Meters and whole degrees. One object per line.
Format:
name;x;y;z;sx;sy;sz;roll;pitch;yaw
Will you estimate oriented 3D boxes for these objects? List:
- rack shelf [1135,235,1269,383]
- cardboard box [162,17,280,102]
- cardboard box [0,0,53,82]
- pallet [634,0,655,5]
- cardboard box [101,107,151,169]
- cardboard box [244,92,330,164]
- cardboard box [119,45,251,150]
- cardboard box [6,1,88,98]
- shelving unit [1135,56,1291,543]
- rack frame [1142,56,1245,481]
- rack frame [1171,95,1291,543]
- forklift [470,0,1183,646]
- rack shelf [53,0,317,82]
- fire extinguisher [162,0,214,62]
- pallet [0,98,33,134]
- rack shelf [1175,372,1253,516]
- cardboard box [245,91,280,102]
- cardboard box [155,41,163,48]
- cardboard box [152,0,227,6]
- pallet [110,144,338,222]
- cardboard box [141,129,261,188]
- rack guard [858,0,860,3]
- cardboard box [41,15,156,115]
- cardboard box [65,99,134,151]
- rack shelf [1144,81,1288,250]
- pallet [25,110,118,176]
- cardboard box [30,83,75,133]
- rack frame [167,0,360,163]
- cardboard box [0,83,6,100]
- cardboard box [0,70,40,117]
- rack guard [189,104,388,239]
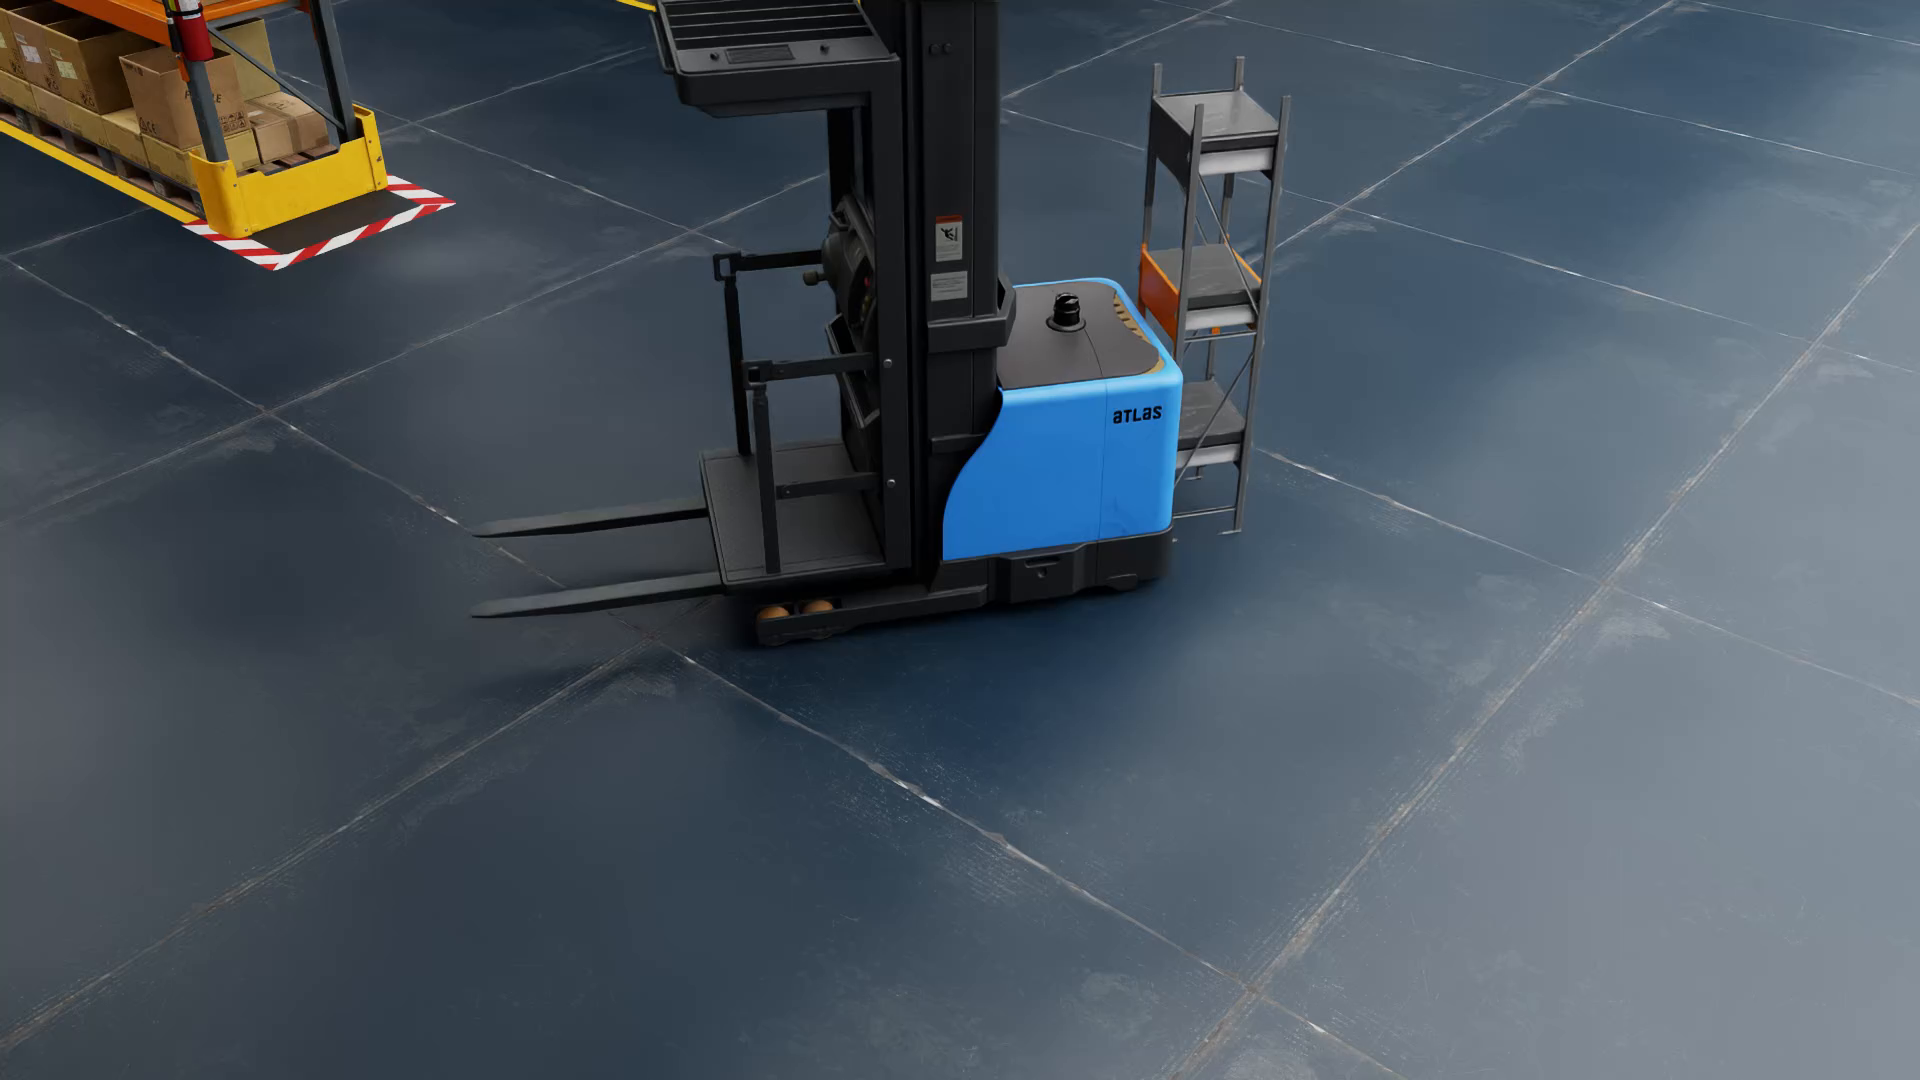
rack shelf;1.062;-0.998;7.372;0.431;0.518;0.480;-8;35;-11
cardboard box;-5.018;-3.272;11.260;0.500;0.500;0.500;25;42;32
cardboard box;-6.512;-3.583;11.714;0.500;0.500;0.500;25;42;32
pallet;-2.833;-5.202;15.138;1.213;0.211;1.003;25;42;32
cardboard box;-5.356;-2.733;11.138;0.500;0.250;0.500;25;42;32
cardboard box;-4.632;-2.783;11.210;0.500;0.250;0.500;25;42;32
cardboard box;-4.965;-2.866;10.669;0.500;0.500;0.500;25;42;32
cardboard box;-6.126;-3.403;11.451;0.500;0.500;0.500;25;42;32
shelving unit;1.062;-1.009;7.364;0.431;2.100;0.503;-8;35;-11
rack frame;1.003;-1.143;7.559;0.400;2.100;0.015;-8;35;-11
rack frame;1.120;-0.875;7.169;0.400;2.100;0.015;-8;35;-11
forklift;-0.631;-1.087;6.743;3.031;2.935;1.130;-8;35;-11
rack shelf;-5.899;-3.880;11.386;4.000;0.370;1.077;25;42;32
fire extinguisher;-4.569;-3.175;9.792;0.183;0.674;0.296;25;42;32
pallet;-6.852;-3.445;12.580;1.213;0.211;1.003;25;42;32
rack shelf;1.062;-0.420;7.768;0.431;0.518;0.480;-8;35;-11
cardboard box;-5.019;-2.962;11.472;0.500;0.250;0.500;25;42;32
cardboard box;-5.410;-3.448;11.516;0.500;0.500;0.500;25;42;32
cardboard box;-4.713;-3.668;10.353;0.500;0.500;0.700;25;42;32
pallet;-4.977;-2.561;11.293;1.213;0.211;1.003;25;42;32
cardboard box;-4.964;-2.557;10.882;0.500;0.250;0.500;25;42;32
rack guard;-1.279;-4.582;13.981;0.348;0.500;1.175;25;42;32
cardboard box;-5.743;-3.221;11.187;0.500;0.500;0.500;25;42;32
cardboard box;-5.741;-2.914;11.401;0.500;0.250;0.500;25;42;32
rack shelf;1.062;-1.575;6.976;0.431;0.518;0.480;-8;35;-11
pallet;-5.910;-3.003;11.937;1.213;0.211;1.003;25;42;32
cardboard box;-6.124;-3.096;11.666;0.500;0.250;0.500;25;42;32
rack frame;-4.362;-3.452;10.127;0.127;3.000;1.000;25;42;32
cardboard box;-6.893;-3.457;12.193;0.500;0.250;0.500;25;42;32
cardboard box;-6.512;-3.274;11.926;0.500;0.250;0.500;25;42;32
rack guard;-4.344;-2.413;10.822;0.348;0.500;1.175;25;42;32
